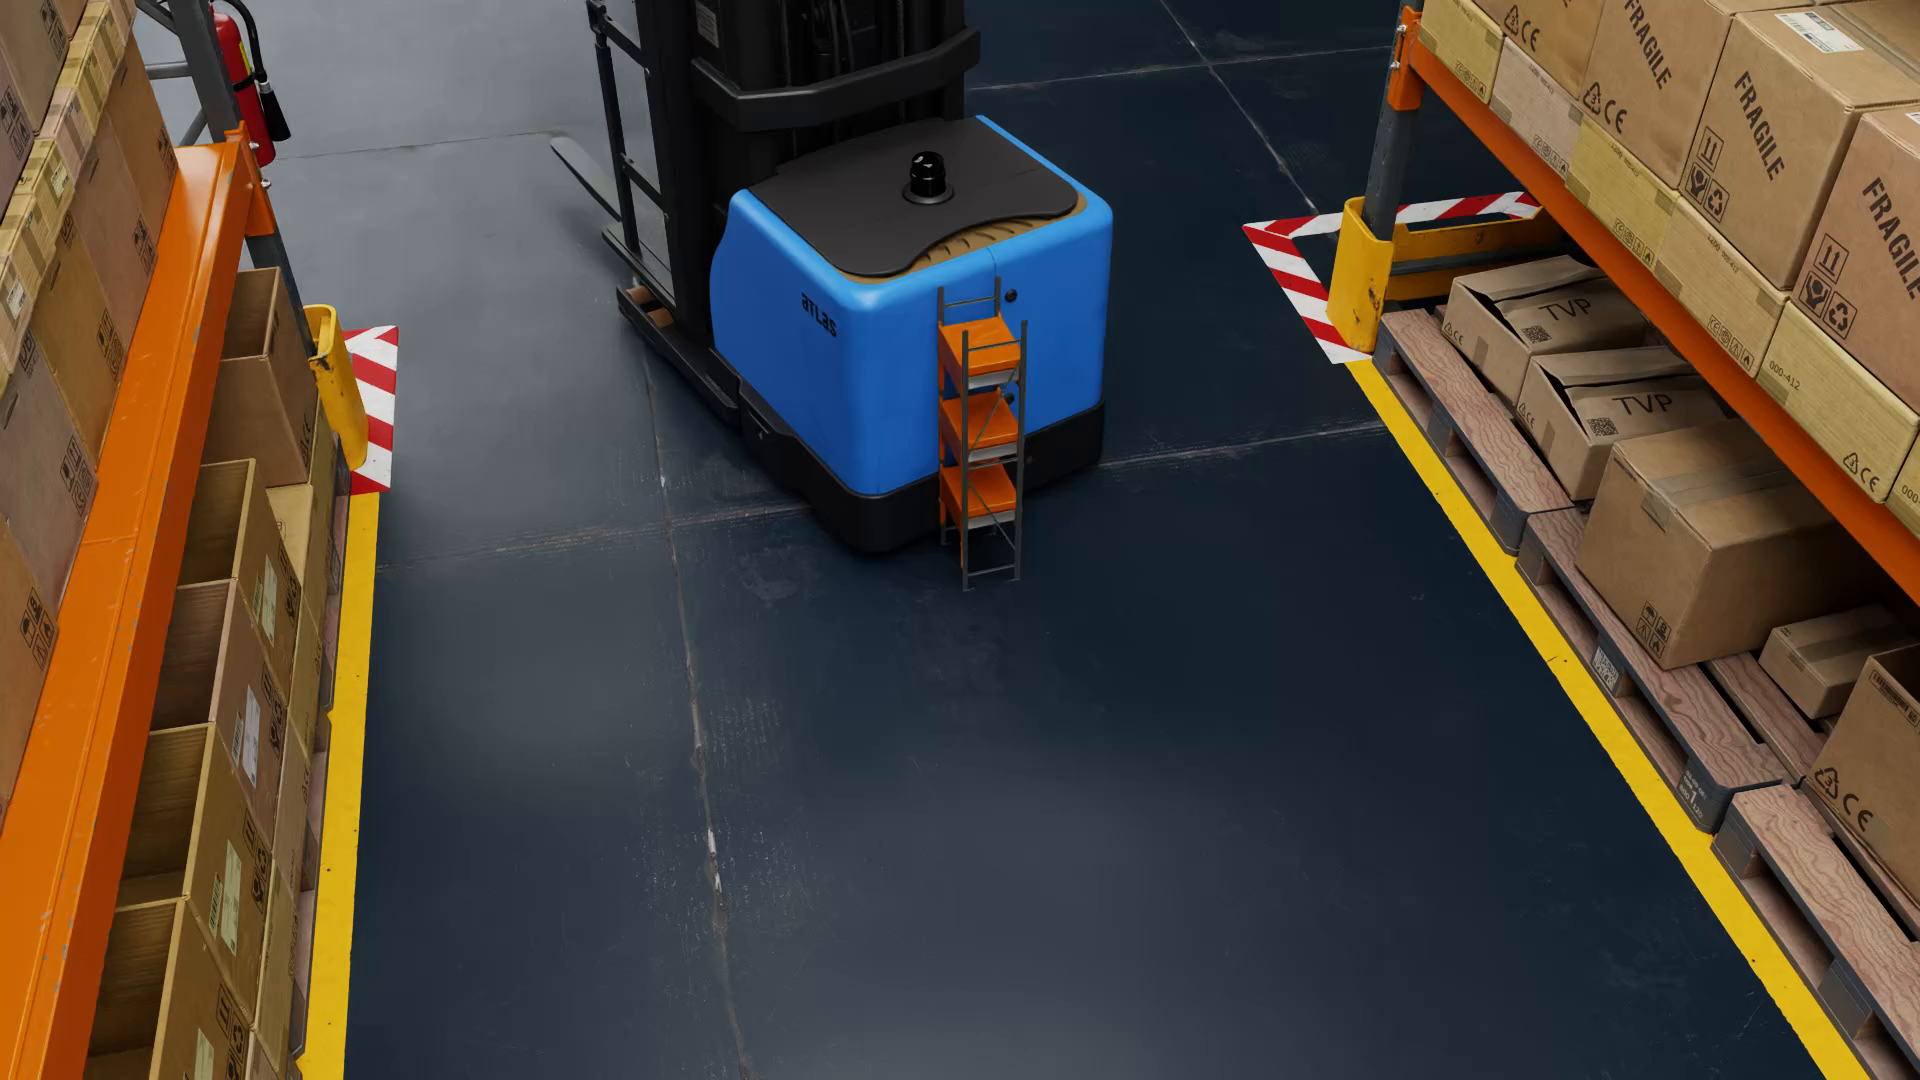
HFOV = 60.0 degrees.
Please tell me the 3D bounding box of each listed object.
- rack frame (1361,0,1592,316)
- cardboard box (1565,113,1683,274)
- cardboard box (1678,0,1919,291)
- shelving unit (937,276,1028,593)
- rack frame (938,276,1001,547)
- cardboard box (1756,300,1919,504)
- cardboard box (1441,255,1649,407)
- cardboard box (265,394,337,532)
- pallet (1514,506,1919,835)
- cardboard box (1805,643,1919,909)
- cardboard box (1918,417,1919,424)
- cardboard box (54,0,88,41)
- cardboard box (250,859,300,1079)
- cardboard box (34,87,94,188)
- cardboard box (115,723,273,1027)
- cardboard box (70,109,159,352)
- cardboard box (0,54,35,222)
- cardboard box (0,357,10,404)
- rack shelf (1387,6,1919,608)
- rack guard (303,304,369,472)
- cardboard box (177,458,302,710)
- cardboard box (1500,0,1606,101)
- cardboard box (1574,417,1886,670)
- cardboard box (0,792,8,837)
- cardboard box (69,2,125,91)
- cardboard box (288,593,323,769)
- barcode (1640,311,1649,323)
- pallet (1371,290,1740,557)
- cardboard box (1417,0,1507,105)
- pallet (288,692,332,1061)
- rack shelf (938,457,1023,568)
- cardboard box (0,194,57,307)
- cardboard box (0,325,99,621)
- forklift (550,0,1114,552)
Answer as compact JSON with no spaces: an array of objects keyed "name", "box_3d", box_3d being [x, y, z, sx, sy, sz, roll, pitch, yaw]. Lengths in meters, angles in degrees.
[{"name":"rack frame","box_3d":[2.075,-2.100,5.856,1.000,3.000,0.127,-8,42,-9]},{"name":"cardboard box","box_3d":[2.100,-1.024,4.742,0.500,0.250,0.500,-9,42,-10]},{"name":"cardboard box","box_3d":[2.210,-0.989,4.138,0.500,0.500,0.500,-7,42,-8]},{"name":"shelving unit","box_3d":[0.066,-0.315,5.314,0.215,1.050,0.252,-12,43,-13]},{"name":"rack frame","box_3d":[0.029,-0.392,5.401,0.200,1.050,0.008,-12,43,-13]},{"name":"cardboard box","box_3d":[2.317,-0.370,4.006,0.500,0.250,0.500,-9,42,-10]},{"name":"cardboard box","box_3d":[2.136,-0.798,6.083,0.500,0.311,0.500,-13,43,-14]},{"name":"cardboard box","box_3d":[-2.357,-0.211,5.484,0.500,0.250,0.500,-8,42,-9]},{"name":"pallet","box_3d":[2.492,0.313,5.239,1.003,0.211,1.213,-8,42,-9]},{"name":"cardboard box","box_3d":[2.675,0.596,4.371,0.500,0.500,0.500,-11,43,-12]},{"name":"cardboard box","box_3d":[2.421,-0.324,3.389,0.500,0.500,0.500,-9,42,-10]},{"name":"cardboard box","box_3d":[-2.662,-1.572,4.209,0.700,0.500,0.500,-8,42,-9]},{"name":"cardboard box","box_3d":[-1.908,1.082,4.026,0.500,0.250,0.500,-8,42,-9]},{"name":"cardboard box","box_3d":[-2.328,-0.949,3.996,0.380,0.149,0.250,-8,42,-9]},{"name":"cardboard box","box_3d":[-1.908,0.802,3.777,0.500,0.500,0.500,-8,42,-9]},{"name":"cardboard box","box_3d":[-2.555,-0.781,4.295,0.700,0.500,0.500,-7,42,-8]},{"name":"cardboard box","box_3d":[-2.433,-0.905,3.458,0.700,0.500,0.500,-8,42,-9]},{"name":"cardboard box","box_3d":[-2.105,-0.281,3.243,0.380,0.149,0.250,-9,42,-10]},{"name":"rack shelf","box_3d":[2.506,-0.535,4.635,1.077,0.370,4.000,-8,42,-9]},{"name":"rack guard","box_3d":[-2.767,-0.469,5.901,1.175,0.500,0.348,-8,42,-9]},{"name":"cardboard box","box_3d":[-2.125,0.154,4.507,0.500,0.500,0.500,-8,42,-9]},{"name":"cardboard box","box_3d":[1.981,-1.658,4.891,0.500,0.500,0.500,-8,42,-9]},{"name":"cardboard box","box_3d":[2.369,-0.016,5.060,0.700,0.500,0.500,-11,43,-12]},{"name":"cardboard box","box_3d":[-2.120,0.540,2.807,0.700,0.500,0.500,-9,42,-10]},{"name":"cardboard box","box_3d":[-2.435,-1.278,4.366,0.380,0.149,0.250,-7,42,-8]},{"name":"cardboard box","box_3d":[-2.128,0.435,4.756,0.500,0.250,0.500,-8,42,-9]},{"name":"barcode","box_3d":[2.531,-0.847,6.132,0.001,0.075,0.075,-8,42,-9]},{"name":"pallet","box_3d":[2.232,-0.476,6.128,1.003,0.211,1.213,-8,42,-9]},{"name":"cardboard box","box_3d":[1.870,-1.690,5.492,0.500,0.250,0.500,-9,42,-11]},{"name":"pallet","box_3d":[-2.296,0.934,4.539,1.003,0.211,1.213,-8,42,-9]},{"name":"rack shelf","box_3d":[0.066,-0.099,5.506,0.215,0.259,0.240,-12,43,-13]},{"name":"cardboard box","box_3d":[-2.212,-0.609,3.612,0.380,0.149,0.250,-7,42,-8]},{"name":"cardboard box","box_3d":[-2.336,-0.118,3.548,0.700,0.500,0.500,-7,42,-8]},{"name":"forklift","box_3d":[-0.718,-2.003,5.799,1.130,2.935,3.031,-24,47,-24]}]
